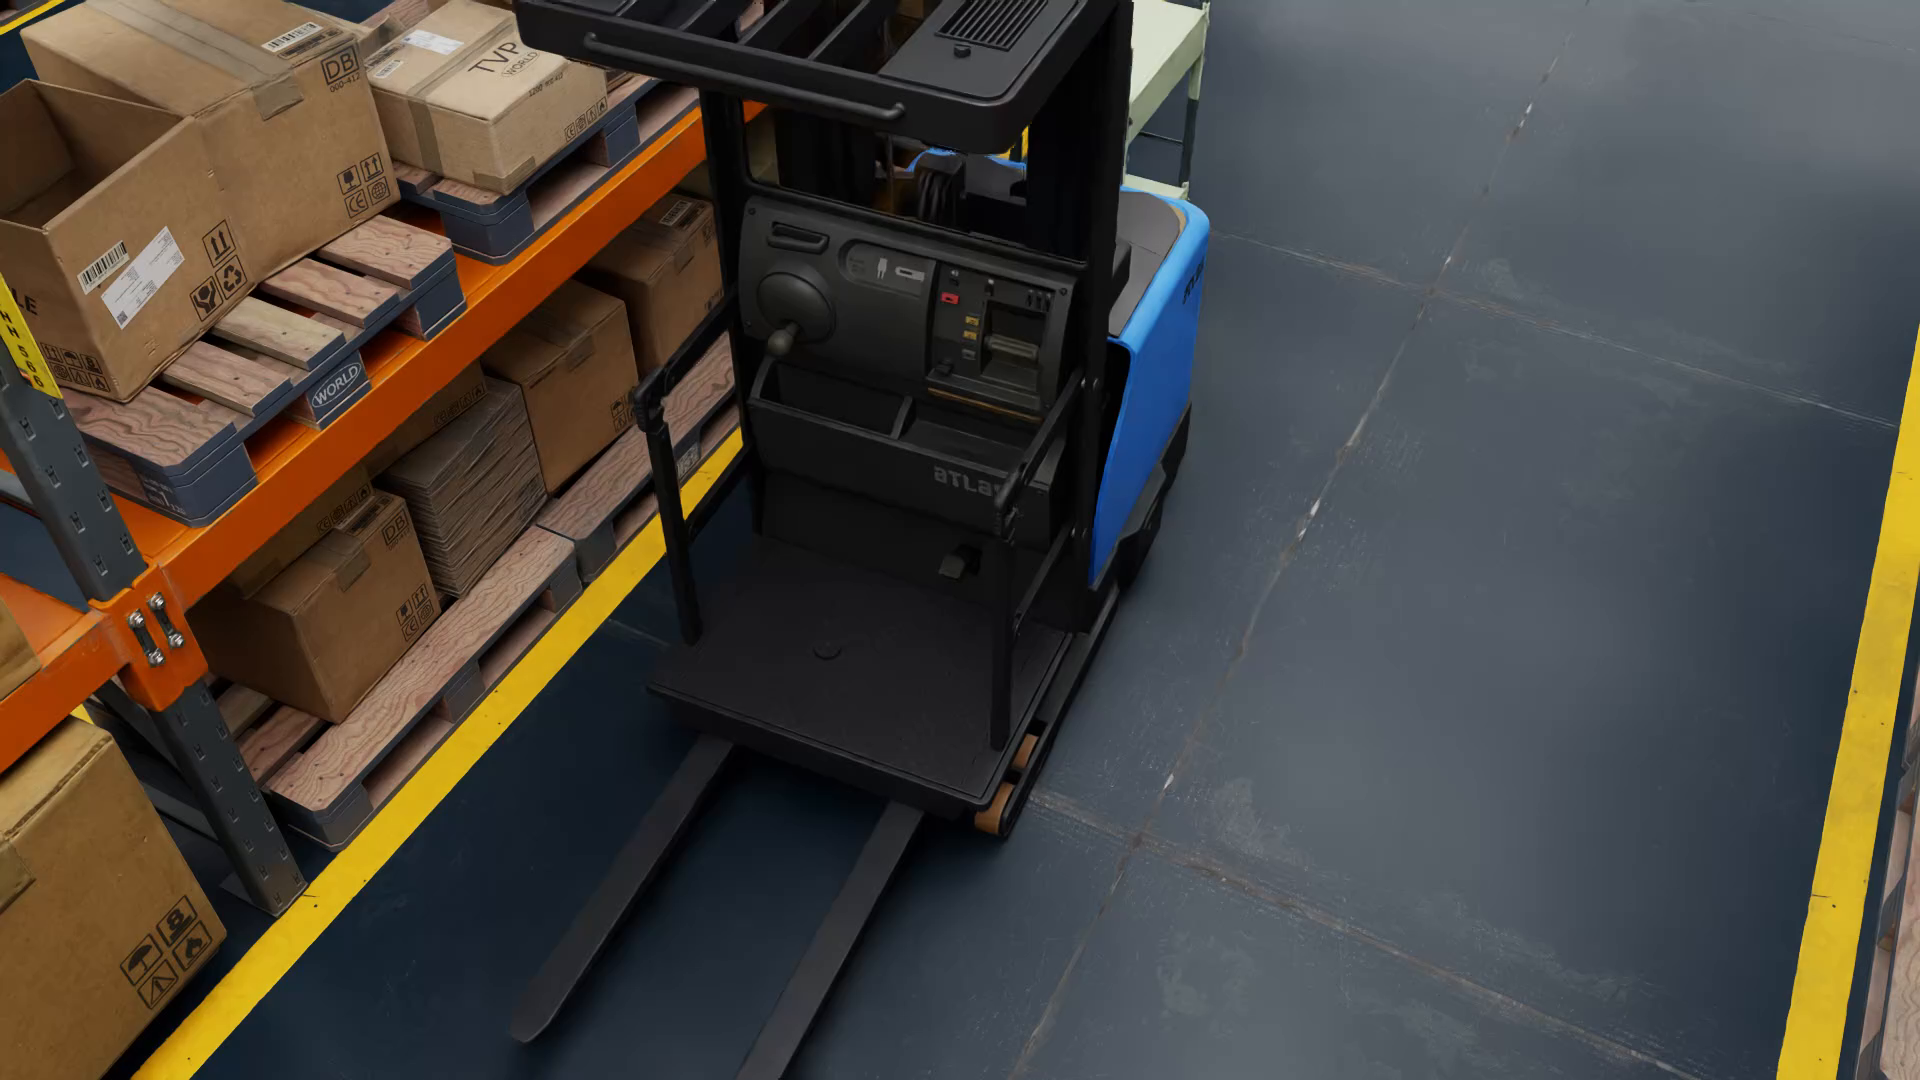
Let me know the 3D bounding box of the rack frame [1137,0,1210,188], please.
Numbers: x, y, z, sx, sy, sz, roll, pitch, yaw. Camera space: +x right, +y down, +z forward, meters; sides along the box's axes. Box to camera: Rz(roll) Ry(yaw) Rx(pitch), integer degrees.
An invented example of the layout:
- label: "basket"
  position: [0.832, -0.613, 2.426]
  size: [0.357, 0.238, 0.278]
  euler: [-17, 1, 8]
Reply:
- label: "rack frame"
  position: [0.676, -1.509, 6.187]
  size: [0.400, 1.500, 0.023]
  euler: [19, 48, 18]

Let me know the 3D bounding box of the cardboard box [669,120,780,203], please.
- label: "cardboard box"
  position: [-1.021, -1.309, 6.383]
  size: [0.700, 0.500, 0.500]
  euler: [20, 49, 19]

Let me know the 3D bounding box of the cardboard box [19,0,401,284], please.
- label: "cardboard box"
  position: [-1.950, -1.108, 4.370]
  size: [0.700, 0.500, 0.500]
  euler: [28, 51, 25]

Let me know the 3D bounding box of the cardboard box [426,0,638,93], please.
- label: "cardboard box"
  position: [-1.202, -1.768, 5.021]
  size: [0.797, 0.503, 0.637]
  euler: [25, 51, 23]

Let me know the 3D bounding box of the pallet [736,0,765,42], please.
- label: "pallet"
  position: [-0.963, -2.206, 5.956]
  size: [1.003, 0.211, 1.213]
  euler: [20, 49, 19]

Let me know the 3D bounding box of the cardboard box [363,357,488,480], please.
- label: "cardboard box"
  position: [-1.814, -0.496, 5.052]
  size: [0.500, 0.250, 0.500]
  euler: [26, 51, 23]

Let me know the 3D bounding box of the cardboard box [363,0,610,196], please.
- label: "cardboard box"
  position: [-1.354, -1.262, 4.698]
  size: [0.500, 0.250, 0.500]
  euler: [19, 48, 18]

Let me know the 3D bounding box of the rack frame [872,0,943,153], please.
- label: "rack frame"
  position: [-0.479, -2.707, 6.316]
  size: [1.000, 3.000, 0.127]
  euler: [20, 49, 19]

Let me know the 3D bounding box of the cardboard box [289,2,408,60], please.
- label: "cardboard box"
  position: [-1.801, -1.427, 4.850]
  size: [0.396, 0.266, 0.258]
  euler: [19, 48, 18]

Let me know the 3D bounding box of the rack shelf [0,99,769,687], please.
- label: "rack shelf"
  position: [-1.408, -1.194, 5.327]
  size: [1.077, 0.370, 4.000]
  euler: [20, 49, 19]

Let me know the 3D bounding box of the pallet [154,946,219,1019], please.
- label: "pallet"
  position: [-2.769, 1.265, 4.351]
  size: [1.003, 0.211, 1.213]
  euler: [20, 49, 19]

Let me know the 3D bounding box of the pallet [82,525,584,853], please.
- label: "pallet"
  position: [-1.972, 0.302, 5.303]
  size: [1.003, 0.211, 1.213]
  euler: [20, 49, 19]

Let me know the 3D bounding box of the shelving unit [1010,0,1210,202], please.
- label: "shelving unit"
  position: [0.514, -1.277, 5.955]
  size: [0.431, 1.500, 0.755]
  euler: [19, 48, 18]

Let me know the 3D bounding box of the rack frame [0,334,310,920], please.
- label: "rack frame"
  position: [-2.336, -0.187, 3.826]
  size: [1.000, 3.000, 0.127]
  euler: [20, 49, 19]

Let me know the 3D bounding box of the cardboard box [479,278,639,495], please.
- label: "cardboard box"
  position: [-1.540, -0.605, 5.687]
  size: [0.700, 0.500, 0.500]
  euler: [24, 50, 22]

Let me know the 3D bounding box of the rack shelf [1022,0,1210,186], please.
- label: "rack shelf"
  position: [0.515, -1.553, 5.679]
  size: [0.431, 0.370, 0.720]
  euler: [19, 48, 18]

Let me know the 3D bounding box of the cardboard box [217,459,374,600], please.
- label: "cardboard box"
  position: [-2.052, -0.158, 4.718]
  size: [0.500, 0.250, 0.500]
  euler: [22, 49, 21]

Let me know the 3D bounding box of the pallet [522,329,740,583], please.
- label: "pallet"
  position: [-1.405, -0.464, 6.060]
  size: [1.003, 0.211, 1.213]
  euler: [20, 49, 19]

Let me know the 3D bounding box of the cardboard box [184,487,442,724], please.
- label: "cardboard box"
  position: [-2.043, 0.109, 4.982]
  size: [0.700, 0.500, 0.500]
  euler: [18, 48, 17]

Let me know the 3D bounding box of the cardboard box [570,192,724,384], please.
- label: "cardboard box"
  position: [-1.281, -0.956, 6.034]
  size: [0.700, 0.500, 0.500]
  euler: [17, 48, 16]

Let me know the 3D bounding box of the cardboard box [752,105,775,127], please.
- label: "cardboard box"
  position: [-0.783, -1.603, 6.673]
  size: [0.700, 0.500, 0.500]
  euler: [17, 48, 16]

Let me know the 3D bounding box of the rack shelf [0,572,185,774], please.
- label: "rack shelf"
  position: [-3.265, 1.326, 2.836]
  size: [1.077, 0.370, 4.000]
  euler: [20, 49, 19]

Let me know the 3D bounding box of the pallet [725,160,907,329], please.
- label: "pallet"
  position: [-0.839, -1.236, 6.823]
  size: [1.003, 0.211, 1.213]
  euler: [20, 49, 19]

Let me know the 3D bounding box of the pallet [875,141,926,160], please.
- label: "pallet"
  position: [-0.199, -2.161, 7.738]
  size: [1.003, 0.211, 1.213]
  euler: [20, 49, 19]

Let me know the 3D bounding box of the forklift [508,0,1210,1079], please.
- label: "forklift"
  position: [-0.238, -0.516, 4.200]
  size: [1.130, 2.935, 3.031]
  euler: [17, 48, 16]

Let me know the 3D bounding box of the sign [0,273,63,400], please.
- label: "sign"
  position: [-1.843, -0.413, 3.235]
  size: [0.100, 0.325, 0.005]
  euler: [20, 49, 19]

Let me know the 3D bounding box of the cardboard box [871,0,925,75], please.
- label: "cardboard box"
  position: [-0.258, -2.214, 7.292]
  size: [0.500, 0.500, 0.500]
  euler: [19, 48, 18]

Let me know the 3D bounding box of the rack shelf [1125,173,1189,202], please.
- label: "rack shelf"
  position: [0.513, -1.047, 6.185]
  size: [0.431, 0.370, 0.720]
  euler: [19, 48, 18]

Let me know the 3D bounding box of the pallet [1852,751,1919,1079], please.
- label: "pallet"
  position: [3.012, 1.188, 4.428]
  size: [1.003, 0.211, 1.213]
  euler: [20, 49, 19]

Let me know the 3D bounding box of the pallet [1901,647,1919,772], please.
- label: "pallet"
  position: [3.577, 0.416, 5.190]
  size: [1.003, 0.211, 1.213]
  euler: [20, 49, 19]

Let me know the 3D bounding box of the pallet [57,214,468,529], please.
- label: "pallet"
  position: [-2.100, -0.603, 4.372]
  size: [1.213, 0.211, 1.003]
  euler: [20, 49, 19]

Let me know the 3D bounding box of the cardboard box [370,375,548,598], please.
- label: "cardboard box"
  position: [-1.797, -0.245, 5.331]
  size: [0.700, 0.500, 0.500]
  euler: [17, 48, 16]

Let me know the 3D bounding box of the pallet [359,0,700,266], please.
- label: "pallet"
  position: [-1.453, -1.380, 5.140]
  size: [1.003, 0.211, 1.213]
  euler: [20, 49, 19]

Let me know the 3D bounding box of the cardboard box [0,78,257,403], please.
- label: "cardboard box"
  position: [-2.121, -0.723, 3.990]
  size: [0.500, 0.500, 0.500]
  euler: [15, 47, 14]

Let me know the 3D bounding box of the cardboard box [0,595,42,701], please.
- label: "cardboard box"
  position: [-2.346, 0.171, 3.402]
  size: [0.500, 0.500, 0.500]
  euler: [22, 49, 20]

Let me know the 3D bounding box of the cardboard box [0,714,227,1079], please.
- label: "cardboard box"
  position: [-2.675, 0.840, 4.009]
  size: [1.225, 0.875, 0.875]
  euler: [18, 48, 17]

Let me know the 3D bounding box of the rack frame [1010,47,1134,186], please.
- label: "rack frame"
  position: [0.351, -1.046, 5.723]
  size: [0.400, 1.500, 0.023]
  euler: [19, 48, 18]
